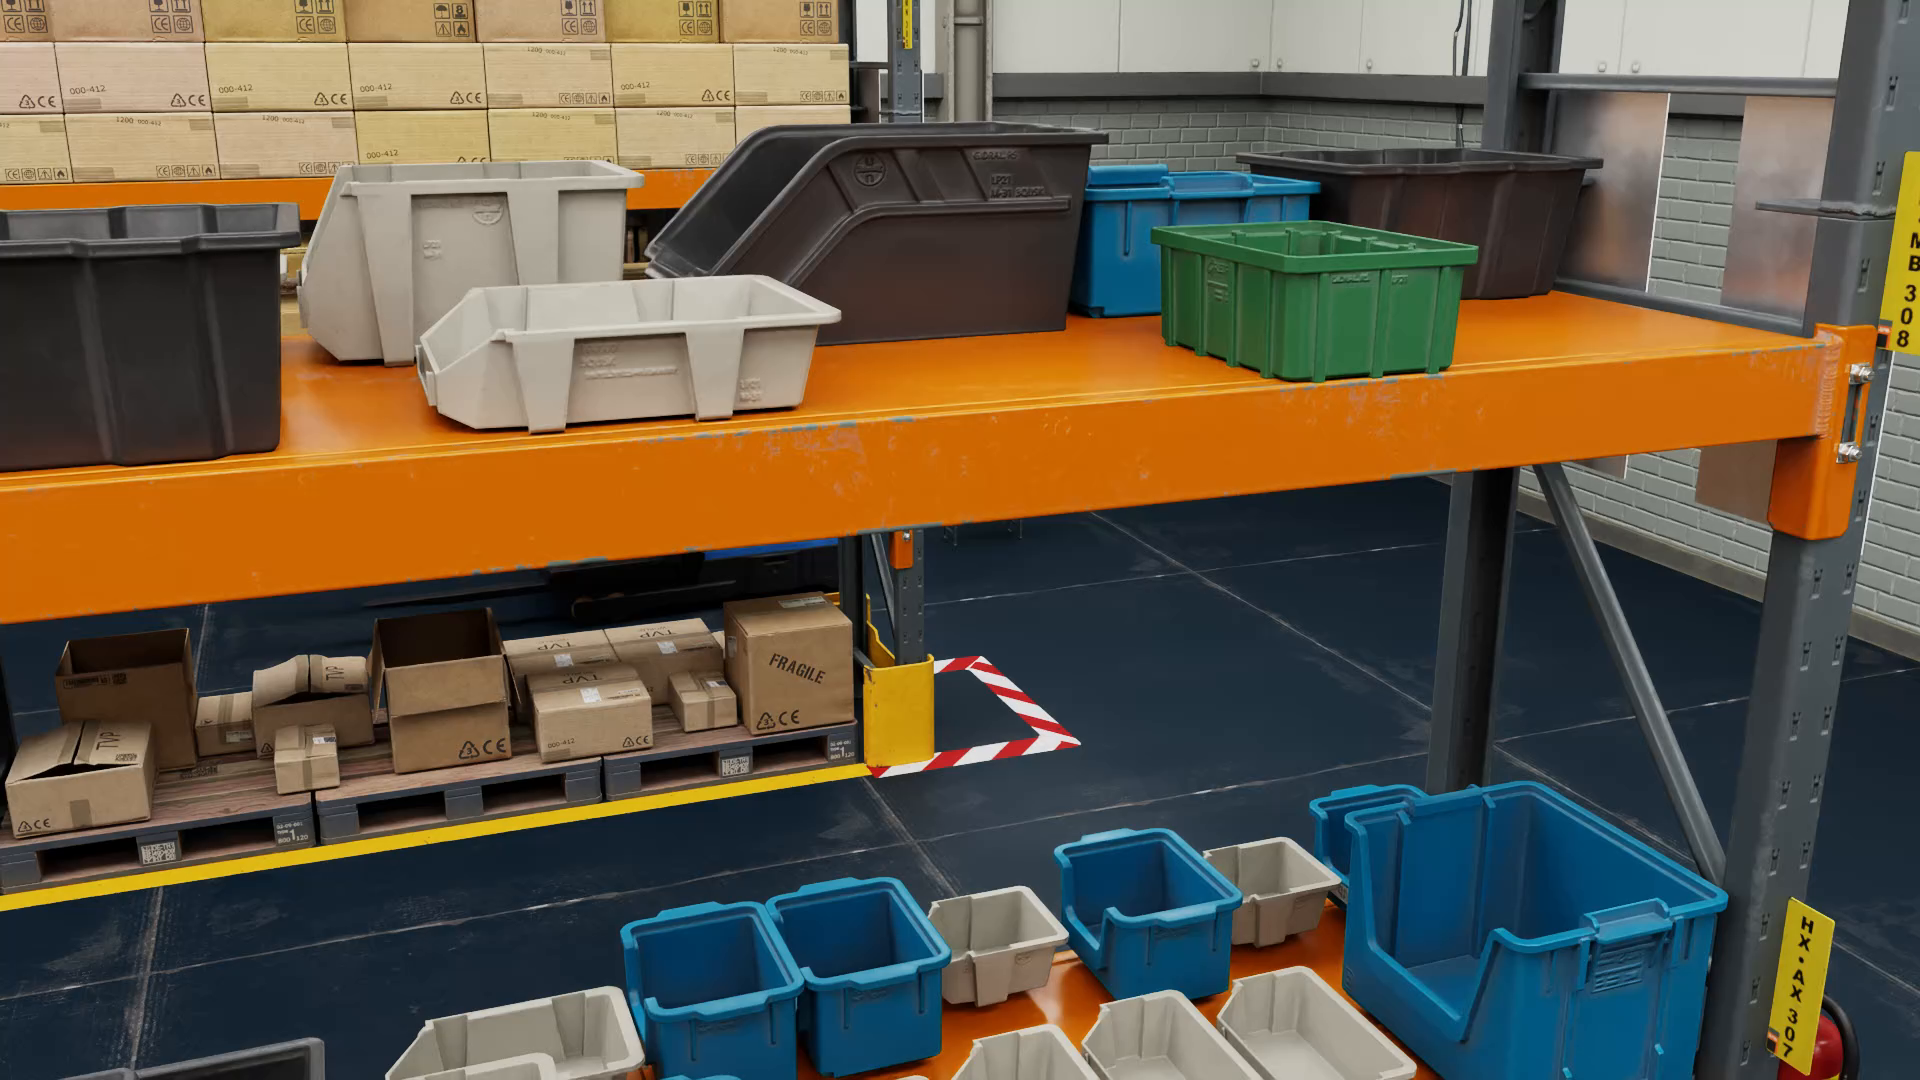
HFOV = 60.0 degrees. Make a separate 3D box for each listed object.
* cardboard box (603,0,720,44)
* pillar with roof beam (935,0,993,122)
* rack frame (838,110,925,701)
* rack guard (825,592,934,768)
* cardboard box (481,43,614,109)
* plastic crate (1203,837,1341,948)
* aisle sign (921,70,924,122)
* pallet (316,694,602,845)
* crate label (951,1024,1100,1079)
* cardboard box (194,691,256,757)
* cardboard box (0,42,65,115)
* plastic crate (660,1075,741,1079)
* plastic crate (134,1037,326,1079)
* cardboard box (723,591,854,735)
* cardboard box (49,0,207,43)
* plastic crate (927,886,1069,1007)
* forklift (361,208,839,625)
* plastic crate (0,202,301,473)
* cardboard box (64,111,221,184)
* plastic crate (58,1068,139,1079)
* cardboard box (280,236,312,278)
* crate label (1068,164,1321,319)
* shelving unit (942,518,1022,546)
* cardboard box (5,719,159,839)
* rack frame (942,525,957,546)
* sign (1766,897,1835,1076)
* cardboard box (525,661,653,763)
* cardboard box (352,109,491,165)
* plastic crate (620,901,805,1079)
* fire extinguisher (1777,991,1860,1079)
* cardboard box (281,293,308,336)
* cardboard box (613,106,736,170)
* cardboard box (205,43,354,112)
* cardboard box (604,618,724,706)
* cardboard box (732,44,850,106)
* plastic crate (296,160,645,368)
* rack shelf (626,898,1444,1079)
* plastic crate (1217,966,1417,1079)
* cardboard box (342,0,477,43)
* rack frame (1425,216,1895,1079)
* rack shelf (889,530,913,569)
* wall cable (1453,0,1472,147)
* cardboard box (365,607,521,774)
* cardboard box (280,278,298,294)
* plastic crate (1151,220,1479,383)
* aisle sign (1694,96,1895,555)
[{"bbox_3d":[-1.374,-2.411,7.211,0.500,0.500,0.700,-6,17,-20],"label":"cardboard box"},{"bbox_3d":[1.573,-4.077,9.512,0.400,9.000,9.100,-6,17,-20],"label":"pillar with roof beam"},{"bbox_3d":[-0.403,-0.529,8.075,0.127,3.000,1.000,-6,17,-20],"label":"rack frame"},{"bbox_3d":[-0.474,0.678,8.401,0.348,0.500,1.175,-6,17,-20],"label":"rack guard"},{"bbox_3d":[-1.727,-1.917,6.858,0.500,0.250,0.500,-6,17,-20],"label":"cardboard box"},{"bbox_3d":[0.688,0.821,3.839,0.298,0.136,0.250,-6,17,-20],"label":"plastic crate"},{"bbox_3d":[-0.230,-1.702,7.458,0.004,0.787,0.394,-6,17,-20],"label":"aisle sign"},{"bbox_3d":[-2.356,1.020,7.752,1.213,0.211,1.003,-6,17,-20],"label":"pallet"},{"bbox_3d":[0.142,1.062,3.018,0.243,0.136,0.396,-6,17,-20],"label":"crate label"},{"bbox_3d":[-3.379,0.846,7.674,0.250,0.149,0.380,-6,17,-20],"label":"cardboard box"},{"bbox_3d":[-3.595,-1.716,6.174,0.500,0.250,0.500,-6,17,-20],"label":"cardboard box"},{"bbox_3d":[-0.460,1.101,2.716,0.300,0.233,0.416,-6,17,-20],"label":"plastic crate"},{"bbox_3d":[-1.420,1.098,2.918,0.590,0.125,0.437,-6,17,-20],"label":"plastic crate"},{"bbox_3d":[-0.823,0.579,7.958,0.500,0.500,0.500,-6,17,-20],"label":"cardboard box"},{"bbox_3d":[-3.180,-2.165,6.370,0.500,0.500,0.700,-6,17,-20],"label":"cardboard box"},{"bbox_3d":[0.055,0.890,3.606,0.298,0.136,0.250,-6,17,-20],"label":"plastic crate"},{"bbox_3d":[-2.164,-1.068,10.035,3.031,2.935,1.130,-7,18,-22],"label":"forklift"},{"bbox_3d":[-1.111,-0.251,2.039,0.590,0.269,0.497,-6,17,-20],"label":"plastic crate"},{"bbox_3d":[-3.127,-1.526,6.414,0.500,0.250,0.500,-6,17,-20],"label":"cardboard box"},{"bbox_3d":[-1.446,1.095,2.327,0.583,0.464,0.402,-6,17,-20],"label":"plastic crate"},{"bbox_3d":[-4.718,-1.695,11.514,0.700,0.700,0.980,-7,18,-21],"label":"cardboard box"},{"bbox_3d":[0.389,-0.585,3.207,0.502,0.251,0.408,-6,17,-20],"label":"crate label"},{"bbox_3d":[0.155,-0.592,11.486,0.503,1.200,0.258,-6,17,-20],"label":"shelving unit"},{"bbox_3d":[-3.669,0.968,6.969,0.500,0.311,0.500,-6,17,-20],"label":"cardboard box"},{"bbox_3d":[-0.073,-0.568,11.402,0.015,1.200,0.240,-6,17,-20],"label":"rack frame"},{"bbox_3d":[1.578,0.840,3.126,0.005,0.325,0.100,-6,17,-20],"label":"sign"},{"bbox_3d":[-1.721,0.787,7.694,0.500,0.250,0.500,-6,17,-20],"label":"cardboard box"},{"bbox_3d":[-2.194,-1.627,6.759,0.500,0.250,0.500,-6,17,-20],"label":"cardboard box"},{"bbox_3d":[-0.492,0.928,3.306,0.300,0.233,0.416,-6,17,-20],"label":"plastic crate"},{"bbox_3d":[1.669,1.095,3.344,0.183,0.674,0.296,-6,17,-20],"label":"fire extinguisher"},{"bbox_3d":[-2.636,-0.731,6.810,0.500,0.500,0.500,-7,18,-22],"label":"cardboard box"},{"bbox_3d":[-1.259,-1.727,7.099,0.500,0.250,0.500,-6,17,-20],"label":"cardboard box"},{"bbox_3d":[-2.658,-1.815,6.509,0.500,0.250,0.500,-6,17,-20],"label":"cardboard box"},{"bbox_3d":[-1.479,0.610,8.296,0.500,0.250,0.500,-6,17,-20],"label":"cardboard box"},{"bbox_3d":[-0.792,-2.017,7.198,0.500,0.250,0.500,-6,17,-20],"label":"cardboard box"},{"bbox_3d":[-0.814,-0.465,2.746,0.530,0.282,0.437,-6,17,-20],"label":"plastic crate"},{"bbox_3d":[-0.502,1.322,3.051,4.000,0.370,1.077,-6,17,-20],"label":"rack shelf"},{"bbox_3d":[0.669,1.002,3.222,0.243,0.136,0.396,-6,17,-20],"label":"plastic crate"},{"bbox_3d":[-2.303,-2.307,6.855,0.500,0.500,0.700,-6,17,-20],"label":"cardboard box"},{"bbox_3d":[1.366,0.775,3.636,0.127,3.000,1.000,-6,17,-20],"label":"rack frame"},{"bbox_3d":[-2.271,0.018,7.490,4.000,0.370,1.077,-6,17,-20],"label":"rack shelf"},{"bbox_3d":[3.230,-3.697,13.726,0.112,2.526,3.097,-6,17,-20],"label":"wall cable"},{"bbox_3d":[-2.386,0.670,7.641,0.637,0.503,0.797,-6,17,-20],"label":"cardboard box"},{"bbox_3d":[-2.811,-0.875,7.304,0.500,0.500,0.500,-6,17,-20],"label":"cardboard box"},{"bbox_3d":[0.547,-0.388,2.649,0.336,0.188,0.450,-6,17,-20],"label":"plastic crate"},{"bbox_3d":[1.538,-0.403,3.032,0.004,0.787,0.394,-6,17,-20],"label":"aisle sign"}]
